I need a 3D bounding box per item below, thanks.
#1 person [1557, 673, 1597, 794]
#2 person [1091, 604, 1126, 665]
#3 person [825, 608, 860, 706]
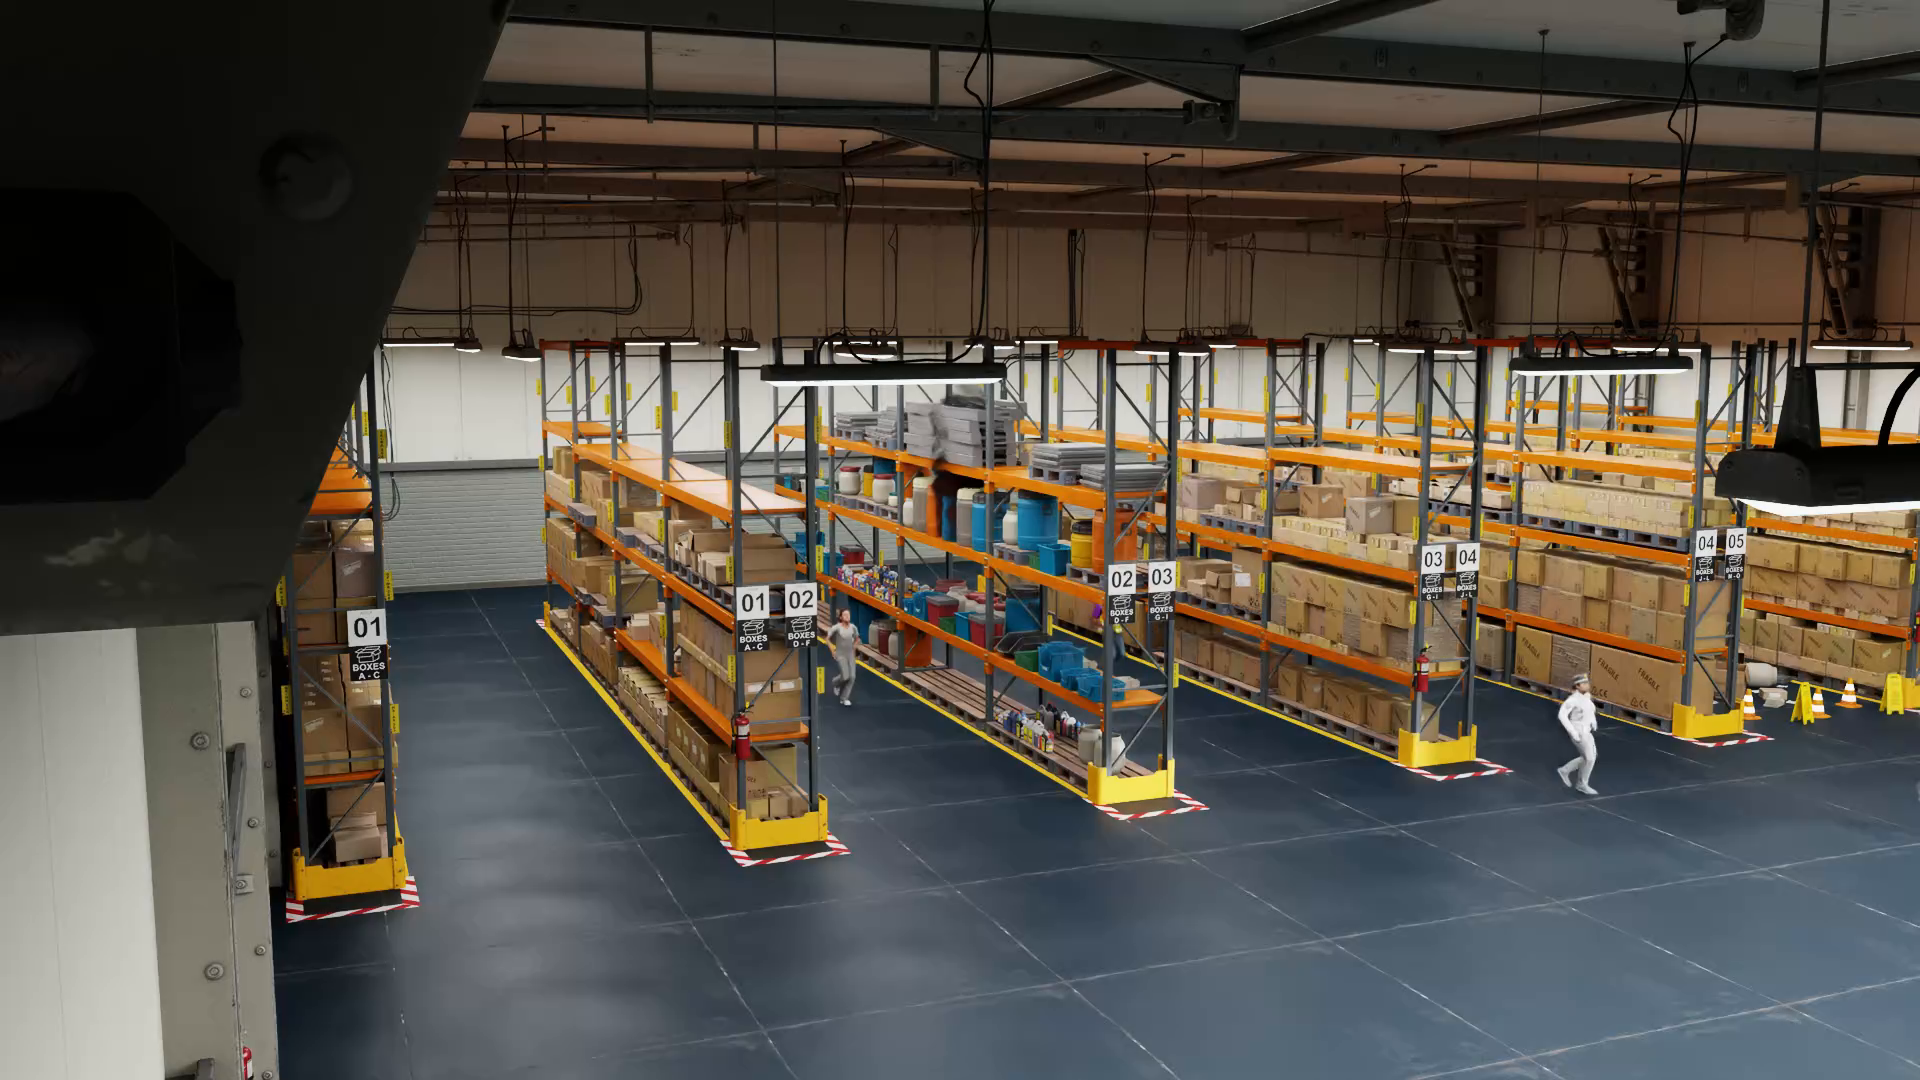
[{"bbox_3d":[8.369,2.614,22.484,0.511,1.678,0.701,5,9,35],"label":"person"},{"bbox_3d":[2.676,1.638,29.579,0.696,1.718,0.605,-4,8,-29],"label":"person"},{"bbox_3d":[-1.923,1.934,27.683,0.576,1.624,0.573,-4,9,-30],"label":"person"}]
